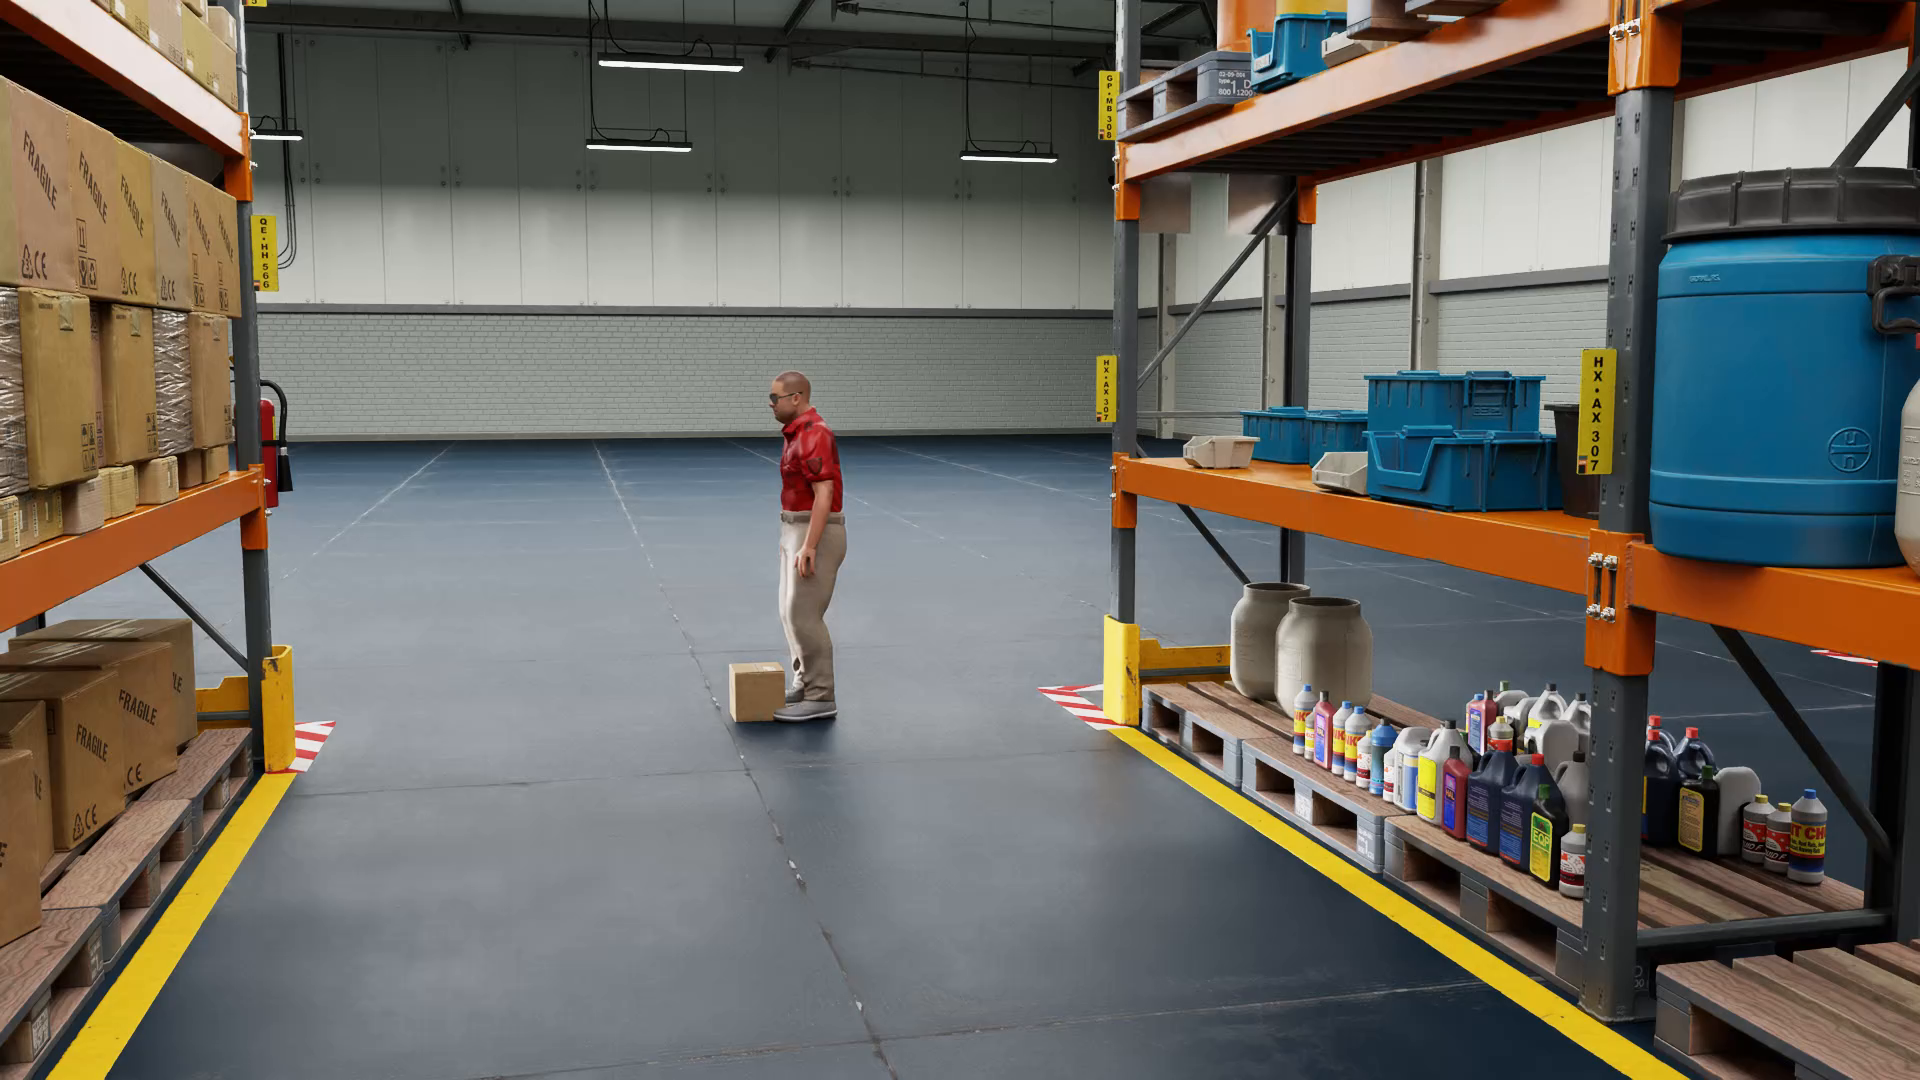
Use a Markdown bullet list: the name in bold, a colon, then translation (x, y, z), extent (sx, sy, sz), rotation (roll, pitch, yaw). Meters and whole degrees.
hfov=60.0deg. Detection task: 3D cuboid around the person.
- **person**: translation (-0.774, 0.019, 8.332), extent (0.389, 1.726, 0.587), rotation (-2, 6, -14)
